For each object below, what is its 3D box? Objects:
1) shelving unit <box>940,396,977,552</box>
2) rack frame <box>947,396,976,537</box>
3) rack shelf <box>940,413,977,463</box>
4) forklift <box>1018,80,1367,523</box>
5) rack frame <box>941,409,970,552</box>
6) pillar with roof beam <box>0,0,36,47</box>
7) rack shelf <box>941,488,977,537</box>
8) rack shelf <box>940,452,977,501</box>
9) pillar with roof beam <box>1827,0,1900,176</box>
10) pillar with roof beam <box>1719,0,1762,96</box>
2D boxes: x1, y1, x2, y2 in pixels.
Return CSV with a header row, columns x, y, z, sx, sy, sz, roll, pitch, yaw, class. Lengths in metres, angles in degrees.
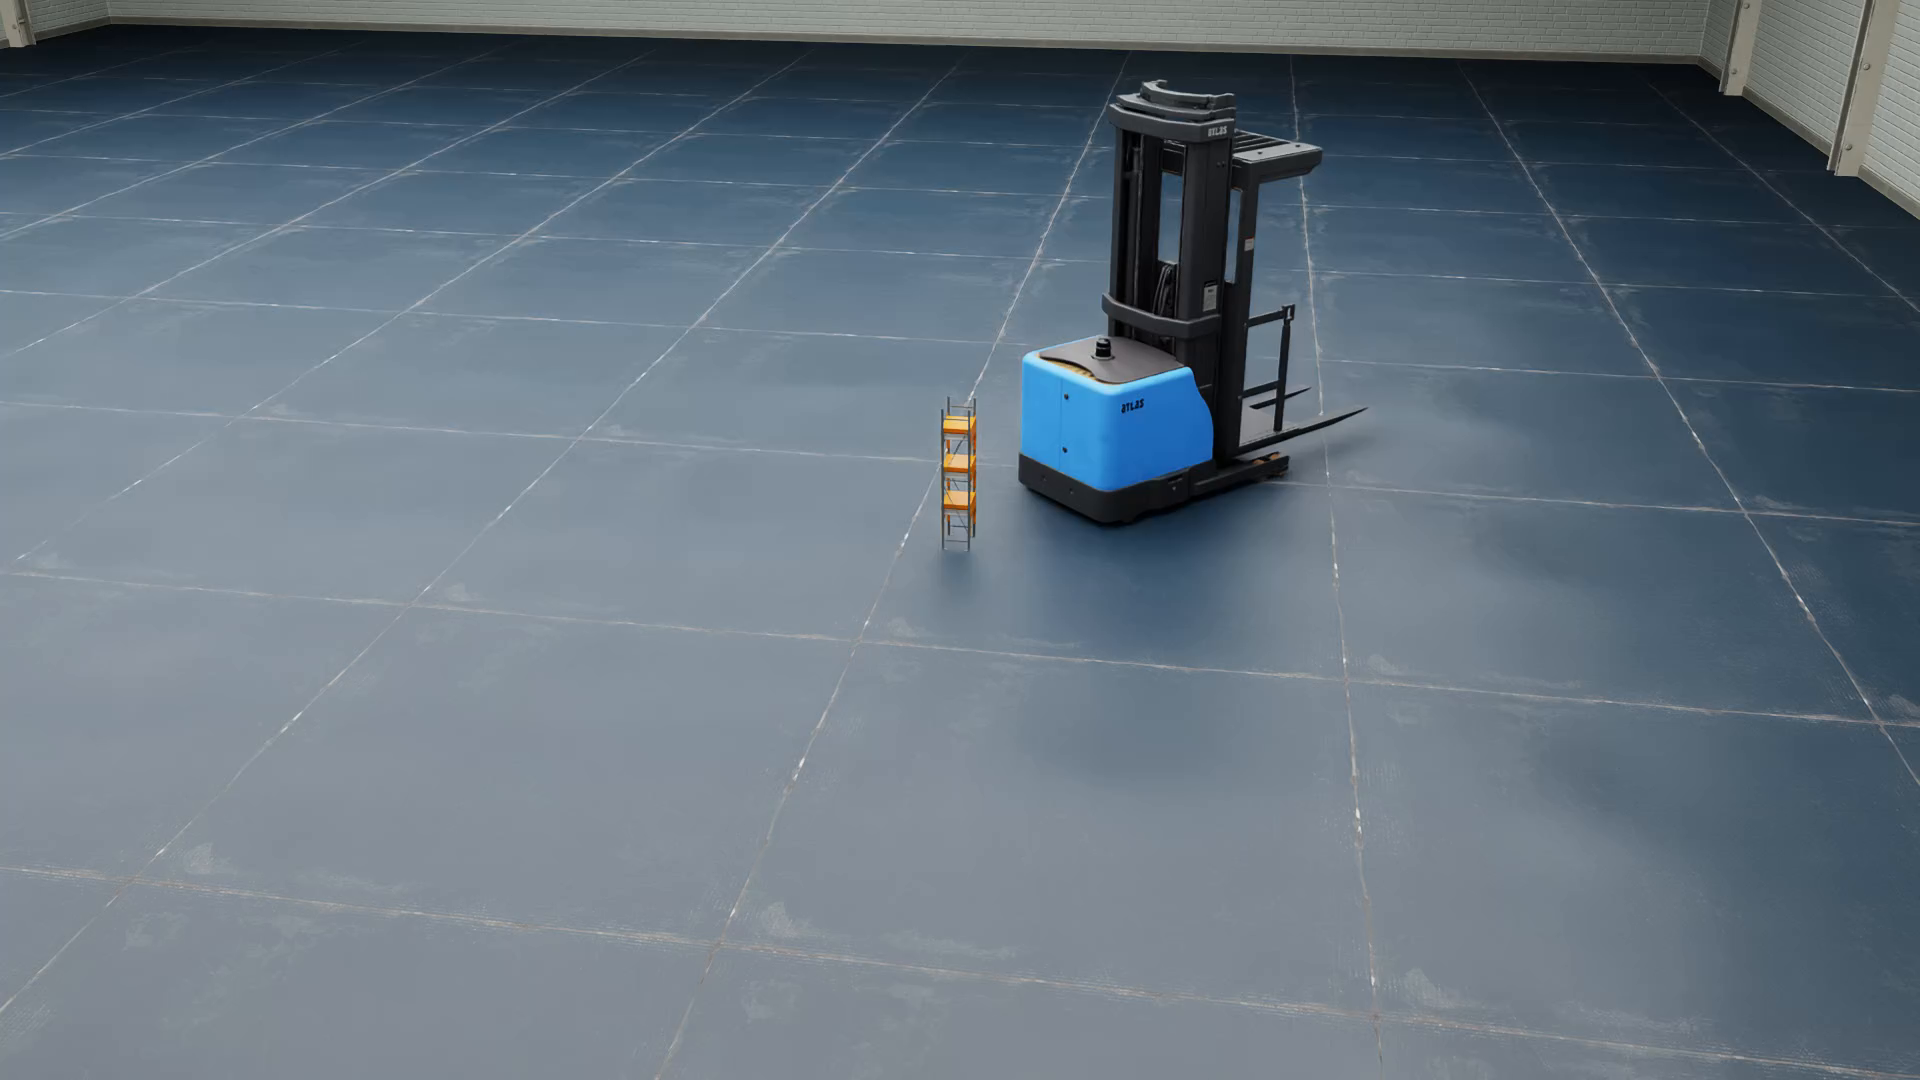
x,y,z,sx,sy,sz,roll,pitch,yaw,class
-0.009,-0.453,11.524,0.215,1.050,0.252,4,25,9,shelving unit
0.011,-0.504,11.633,0.200,1.050,0.008,4,25,9,rack frame
-0.009,-0.701,11.408,0.215,0.259,0.240,4,25,9,rack shelf
1.922,-1.935,12.470,3.031,2.935,1.130,-18,30,-33,forklift
-0.029,-0.402,11.415,0.200,1.050,0.008,4,25,9,rack frame
-13.989,-13.399,29.806,9.100,9.000,0.400,4,25,9,pillar with roof beam
-0.009,-0.192,11.646,0.215,0.259,0.240,4,25,9,rack shelf
-0.009,-0.444,11.528,0.215,0.259,0.240,4,25,9,rack shelf
7.613,-9.304,21.057,9.100,9.000,0.400,4,25,9,pillar with roof beam
8.593,-11.813,26.418,9.100,9.000,0.400,4,25,9,pillar with roof beam
